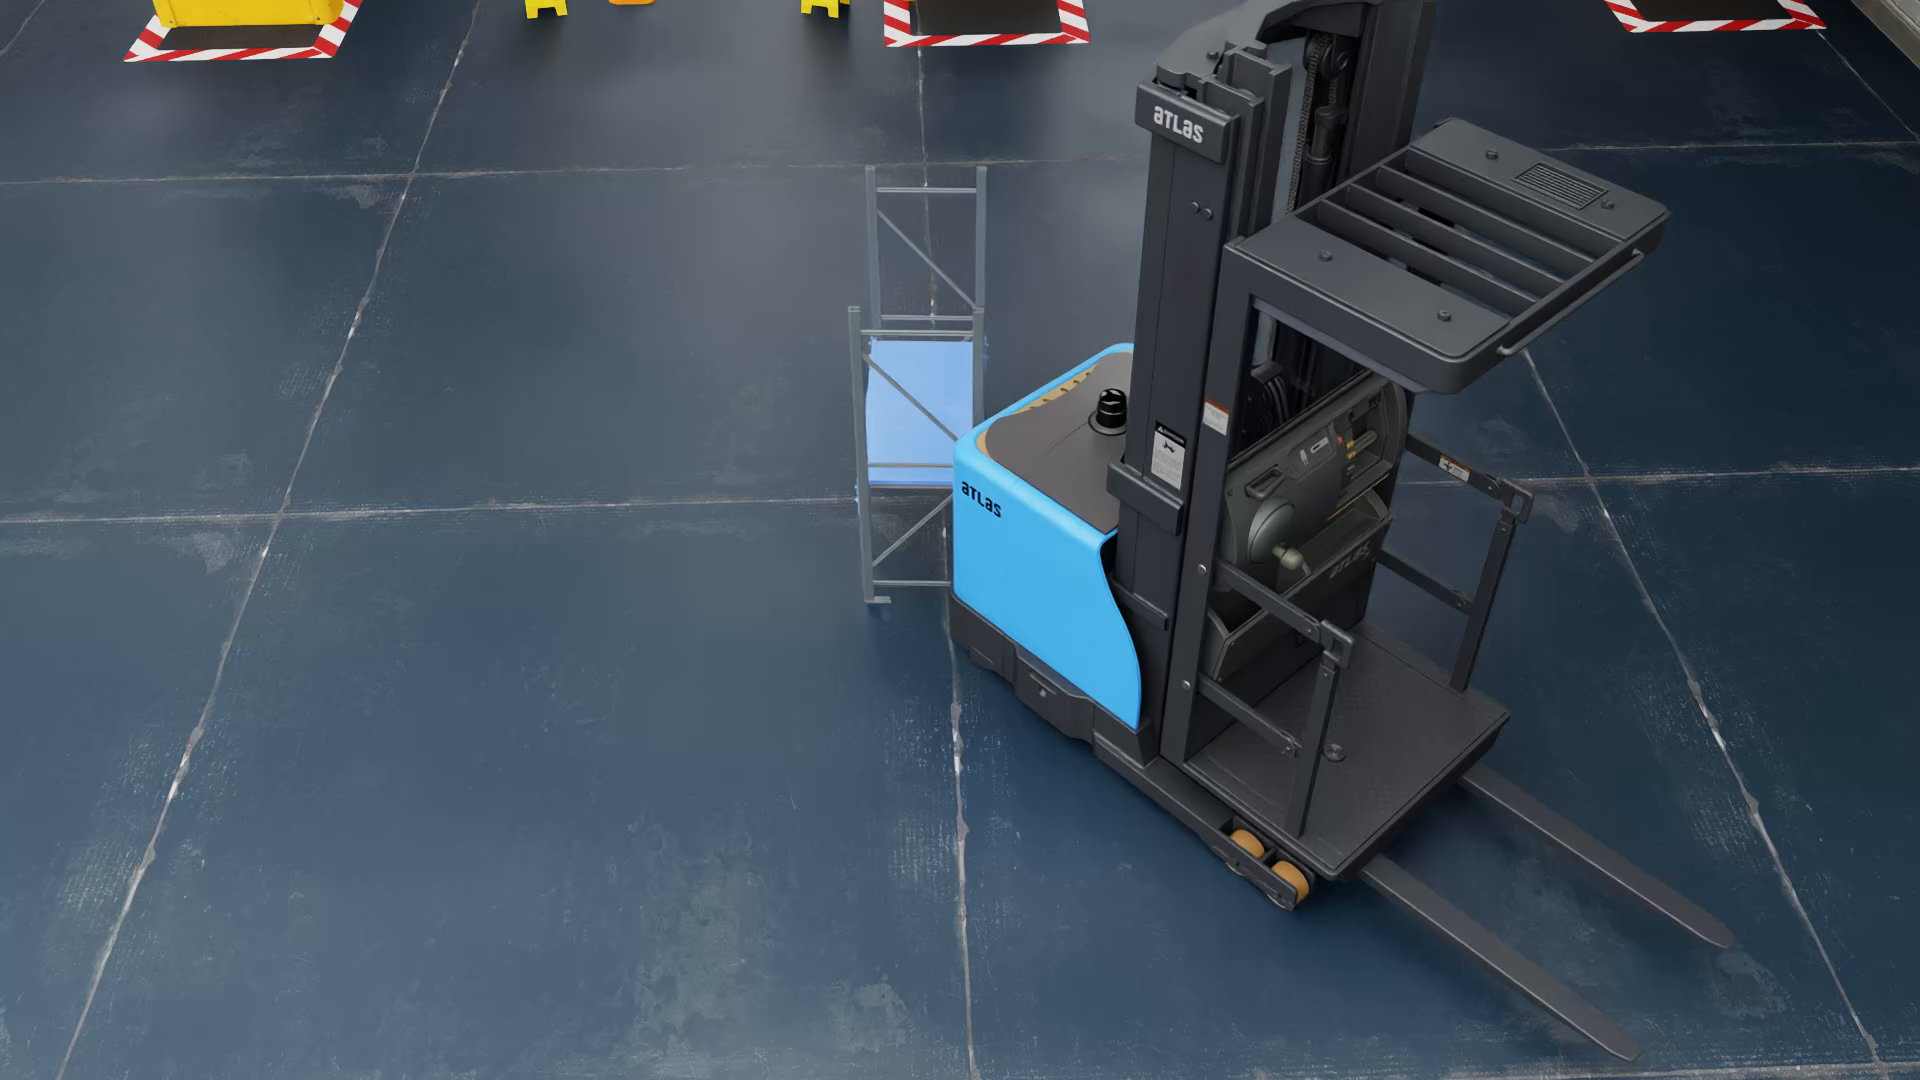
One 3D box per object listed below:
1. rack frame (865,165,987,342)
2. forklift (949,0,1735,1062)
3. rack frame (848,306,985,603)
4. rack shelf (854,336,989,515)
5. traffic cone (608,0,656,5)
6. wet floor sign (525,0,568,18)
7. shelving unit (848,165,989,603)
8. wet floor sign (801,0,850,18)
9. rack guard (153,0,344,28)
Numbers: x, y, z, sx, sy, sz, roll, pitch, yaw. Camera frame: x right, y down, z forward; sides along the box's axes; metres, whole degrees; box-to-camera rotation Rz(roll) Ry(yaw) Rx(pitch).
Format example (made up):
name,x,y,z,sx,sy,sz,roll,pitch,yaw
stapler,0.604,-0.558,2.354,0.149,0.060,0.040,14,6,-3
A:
name,x,y,z,sx,sy,sz,roll,pitch,yaw
rack frame,-0.139,-0.980,7.359,0.500,1.500,0.032,1,43,1
forklift,1.334,-0.161,5.406,1.130,2.935,3.031,-33,52,-30
rack frame,-0.160,-0.293,6.609,0.500,1.500,0.032,1,43,1
rack shelf,-0.150,-0.504,7.106,0.538,0.185,1.000,1,43,1
traffic cone,-2.258,-3.956,11.373,0.336,0.463,0.334,-2,43,-2
wet floor sign,-2.819,-3.858,11.131,0.267,0.644,0.232,-8,43,-9
shelving unit,-0.150,-0.637,6.984,0.538,1.500,1.048,1,43,1
wet floor sign,-0.918,-3.872,11.147,0.267,0.644,0.232,12,44,13
rack guard,-4.797,-3.751,11.122,1.175,0.500,0.348,-2,43,-2
